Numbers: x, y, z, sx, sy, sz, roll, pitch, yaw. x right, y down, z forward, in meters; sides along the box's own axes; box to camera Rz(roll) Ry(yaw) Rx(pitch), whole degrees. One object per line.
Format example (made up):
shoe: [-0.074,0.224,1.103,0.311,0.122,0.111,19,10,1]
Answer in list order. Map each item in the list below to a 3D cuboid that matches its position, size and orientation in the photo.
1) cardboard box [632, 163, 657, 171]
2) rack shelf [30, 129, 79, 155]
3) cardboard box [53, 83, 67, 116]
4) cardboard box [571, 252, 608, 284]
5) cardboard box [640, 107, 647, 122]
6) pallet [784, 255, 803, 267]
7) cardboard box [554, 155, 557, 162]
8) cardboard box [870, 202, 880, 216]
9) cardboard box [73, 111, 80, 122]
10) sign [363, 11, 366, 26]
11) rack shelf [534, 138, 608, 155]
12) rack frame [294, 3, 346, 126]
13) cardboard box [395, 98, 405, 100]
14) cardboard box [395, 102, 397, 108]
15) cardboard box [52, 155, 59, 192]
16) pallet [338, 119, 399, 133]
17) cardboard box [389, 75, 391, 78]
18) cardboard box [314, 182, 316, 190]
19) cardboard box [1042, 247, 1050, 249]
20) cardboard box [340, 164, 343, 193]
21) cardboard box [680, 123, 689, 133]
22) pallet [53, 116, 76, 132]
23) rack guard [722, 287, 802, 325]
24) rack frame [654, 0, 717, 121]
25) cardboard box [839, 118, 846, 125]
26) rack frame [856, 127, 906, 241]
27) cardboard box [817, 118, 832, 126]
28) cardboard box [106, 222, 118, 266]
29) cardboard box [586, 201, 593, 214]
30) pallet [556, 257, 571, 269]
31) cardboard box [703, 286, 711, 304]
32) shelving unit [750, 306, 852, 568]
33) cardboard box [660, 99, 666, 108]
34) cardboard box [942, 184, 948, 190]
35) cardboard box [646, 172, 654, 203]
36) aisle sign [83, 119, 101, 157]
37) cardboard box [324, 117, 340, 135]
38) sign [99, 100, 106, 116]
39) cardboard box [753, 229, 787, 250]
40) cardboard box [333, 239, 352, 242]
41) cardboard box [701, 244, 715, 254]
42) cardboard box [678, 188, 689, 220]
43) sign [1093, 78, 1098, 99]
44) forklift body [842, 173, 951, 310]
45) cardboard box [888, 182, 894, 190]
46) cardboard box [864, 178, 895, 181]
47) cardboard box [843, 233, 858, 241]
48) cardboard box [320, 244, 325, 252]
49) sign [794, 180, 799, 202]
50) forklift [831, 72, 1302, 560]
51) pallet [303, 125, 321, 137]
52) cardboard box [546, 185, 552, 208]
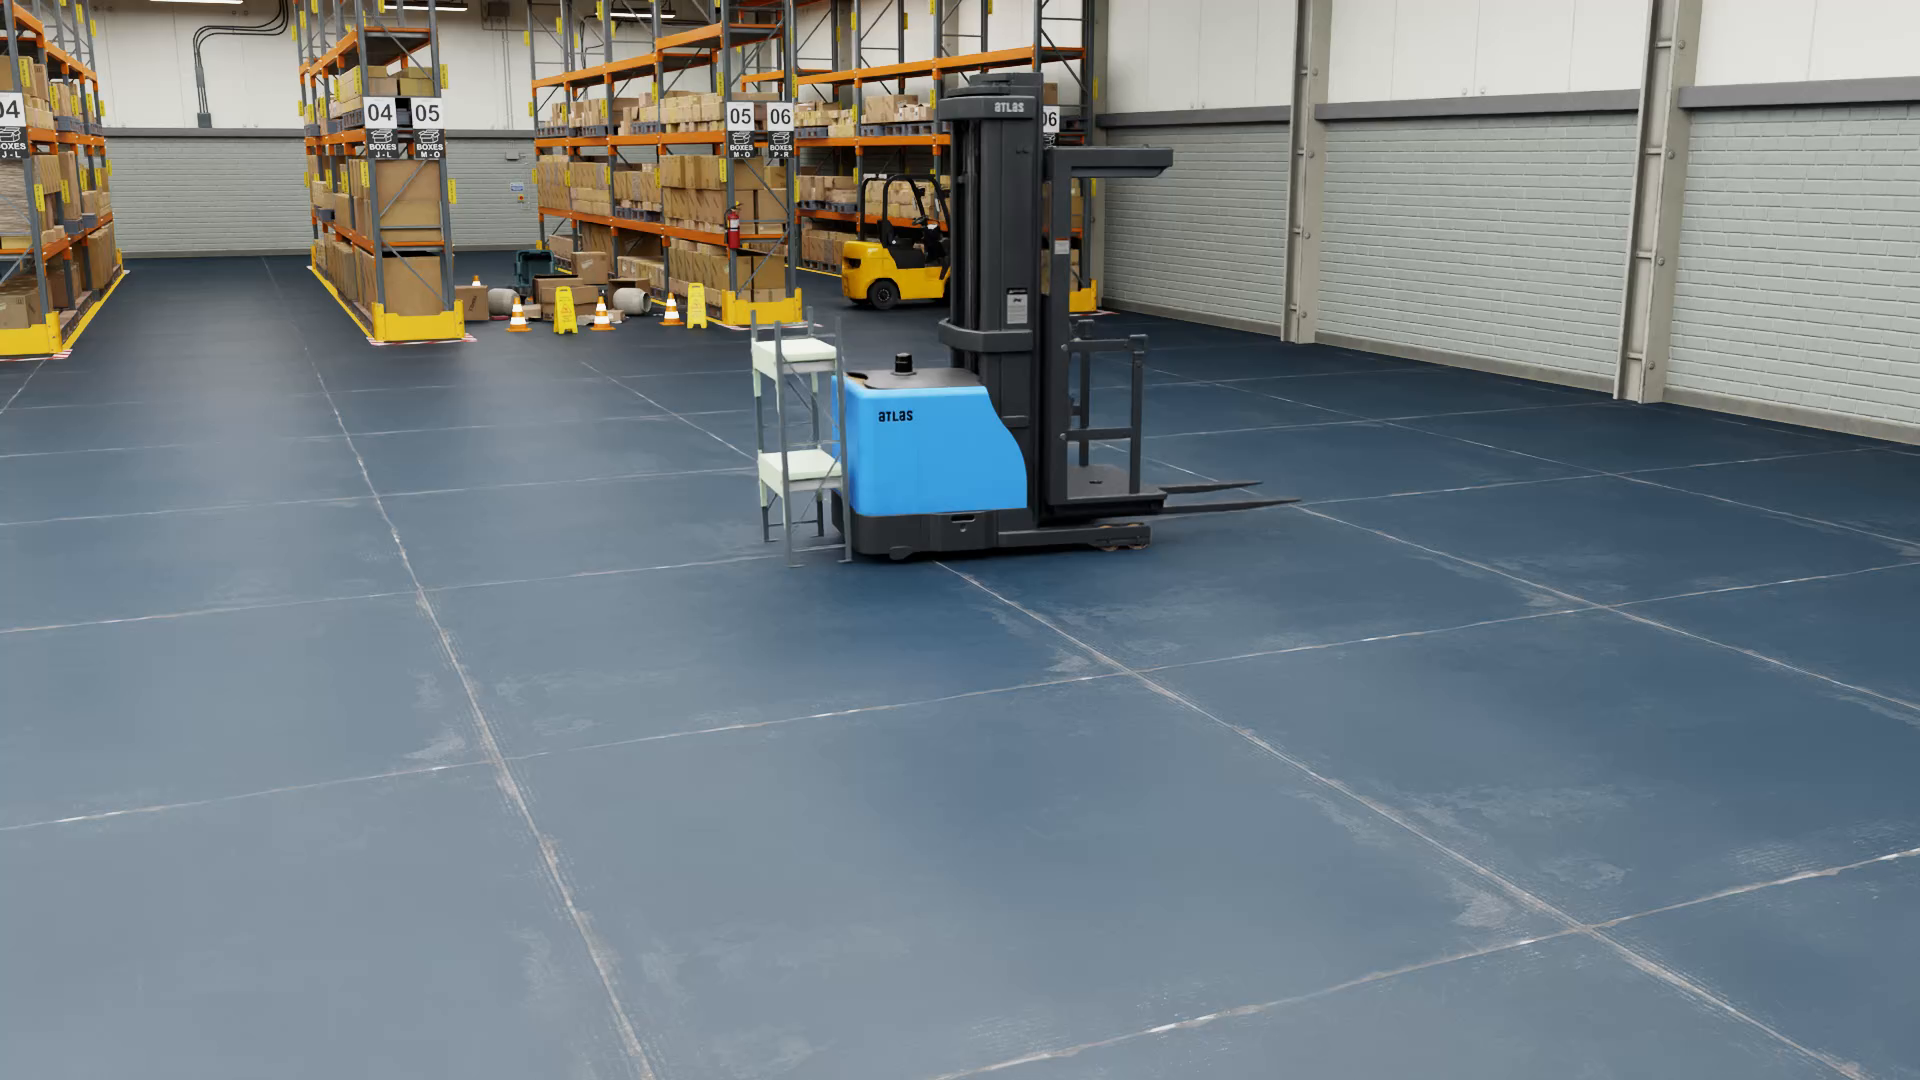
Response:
cardboard box: [-6.108,-7.017,32.097,0.500,0.500,0.500,-6,14,-25]
rack shelf: [-14.414,-6.160,25.775,1.077,0.370,4.000,-6,14,-23]
cardboard box: [-14.395,-6.931,26.182,0.500,0.500,0.500,-5,14,-22]
cardboard box: [-6.152,-4.515,27.589,0.500,0.500,0.500,-6,14,-23]
cardboard box: [-5.301,-7.442,29.120,0.500,0.250,0.500,-5,14,-22]
pallet: [-3.465,-6.416,38.124,1.003,0.211,1.213,-6,14,-23]
cardboard box: [-8.719,-8.390,36.589,0.380,0.149,0.250,-6,14,-23]
cardboard box: [-1.438,-6.515,32.700,0.500,0.250,0.500,-6,14,-24]
cardboard box: [-16.576,-7.884,30.478,0.700,0.500,0.500,-5,14,-22]
sign: [-11.726,-10.222,32.656,0.100,0.325,0.005,-6,14,-23]
rack shelf: [-8.538,-8.708,36.784,1.077,0.370,4.000,-6,14,-23]
rack frame: [-13.835,-10.465,36.128,1.000,3.000,0.127,-6,14,-23]
cardboard box: [-7.588,-6.251,23.092,0.500,0.250,0.500,-6,14,-24]
cardboard box: [-8.077,-6.346,24.387,0.380,0.149,0.250,-6,14,-23]
cardboard box: [-12.979,-5.145,23.349,0.500,0.500,0.500,-6,14,-23]
pallet: [-9.440,-6.616,26.575,0.805,0.209,1.217,-6,14,-25]
cardboard box: [-8.288,-6.841,24.759,0.380,0.149,0.250,-5,14,-22]
cardboard box: [-12.181,-6.803,31.916,0.380,0.149,0.250,-6,14,-24]
cardboard box: [1.394,-4.725,27.582,0.500,0.250,0.500,-6,14,-23]
cardboard box: [-10.459,-6.331,29.134,0.700,0.500,0.500,-6,14,-23]
cardboard box: [-4.196,-6.509,26.245,0.380,0.149,0.250,-6,14,-24]
pallet: [-13.762,-6.143,24.523,1.213,0.211,1.003,-6,14,-23]
rack guard: [-2.961,-3.502,24.893,1.175,0.500,0.348,-6,14,-23]
rack frame: [-4.533,-8.454,27.438,1.000,3.000,0.127,-6,14,-23]
cardboard box: [-2.258,-8.600,34.170,0.380,0.149,0.250,-6,14,-23]
rack frame: [-1.588,-6.806,33.626,1.000,3.000,0.127,-6,14,-23]
cardboard box: [-2.796,-8.812,35.044,0.380,0.149,0.250,-5,14,-22]
cardboard box: [-18.090,-6.159,34.611,0.875,0.875,0.875,-6,14,-23]
cardboard box: [-7.212,-6.678,33.402,0.500,0.250,0.500,-6,14,-24]
pallet: [-8.463,-6.242,37.370,1.003,0.211,1.213,-6,14,-23]
cardboard box: [-3.701,-3.820,25.889,0.500,0.250,0.500,-6,14,-23]
shelving unit: [-0.994,-0.658,10.356,0.431,1.500,0.755,-6,14,-17]
cardboard box: [-4.705,-7.164,27.306,0.380,0.149,0.250,-6,14,-24]
cardboard box: [-0.099,-6.255,29.583,0.380,0.149,0.250,-6,14,-24]
cardboard box: [-5.128,-6.106,28.787,0.500,0.500,0.500,-6,14,-23]
aisle sign: [-18.174,-8.423,34.847,0.394,0.787,0.004,-6,14,-23]
cardboard box: [-11.091,-7.494,29.724,0.500,0.500,0.500,-6,14,-23]
sign: [-17.917,-9.015,34.729,0.100,0.325,0.005,-6,14,-23]
cardboard box: [-4.635,-7.313,40.418,0.797,0.503,0.637,-6,14,-25]
cardboard box: [-11.144,-5.359,30.321,0.500,0.250,0.500,-6,14,-24]
cardboard box: [-3.797,-4.515,25.789,0.380,0.149,0.250,-5,14,-22]
cardboard box: [-4.200,-5.402,26.676,0.500,0.500,0.500,-6,14,-23]
sign: [2.127,-7.128,26.250,0.100,0.325,0.005,-6,14,-23]
forklift body: [-0.815,-4.967,27.561,2.313,2.155,1.214,-6,14,-23]
cardboard box: [-1.204,-6.813,31.994,0.380,0.149,0.250,-5,14,-22]
cardboard box: [-1.651,-7.180,34.087,0.500,0.500,0.500,-5,14,-20]
cardboard box: [-2.221,-6.300,34.613,0.380,0.149,0.250,-6,14,-25]
cardboard box: [-13.084,-6.079,34.557,0.380,0.149,0.250,-6,14,-26]
sign: [-2.433,-5.175,24.658,0.100,0.325,0.005,-6,14,-23]
forklift: [0.724,-1.465,10.700,3.031,2.935,1.130,-3,13,-14]
pallet: [-12.083,-7.948,32.324,1.213,0.211,1.003,-6,14,-23]
cardboard box: [-8.995,-7.725,37.373,0.500,0.500,0.500,-6,14,-23]
